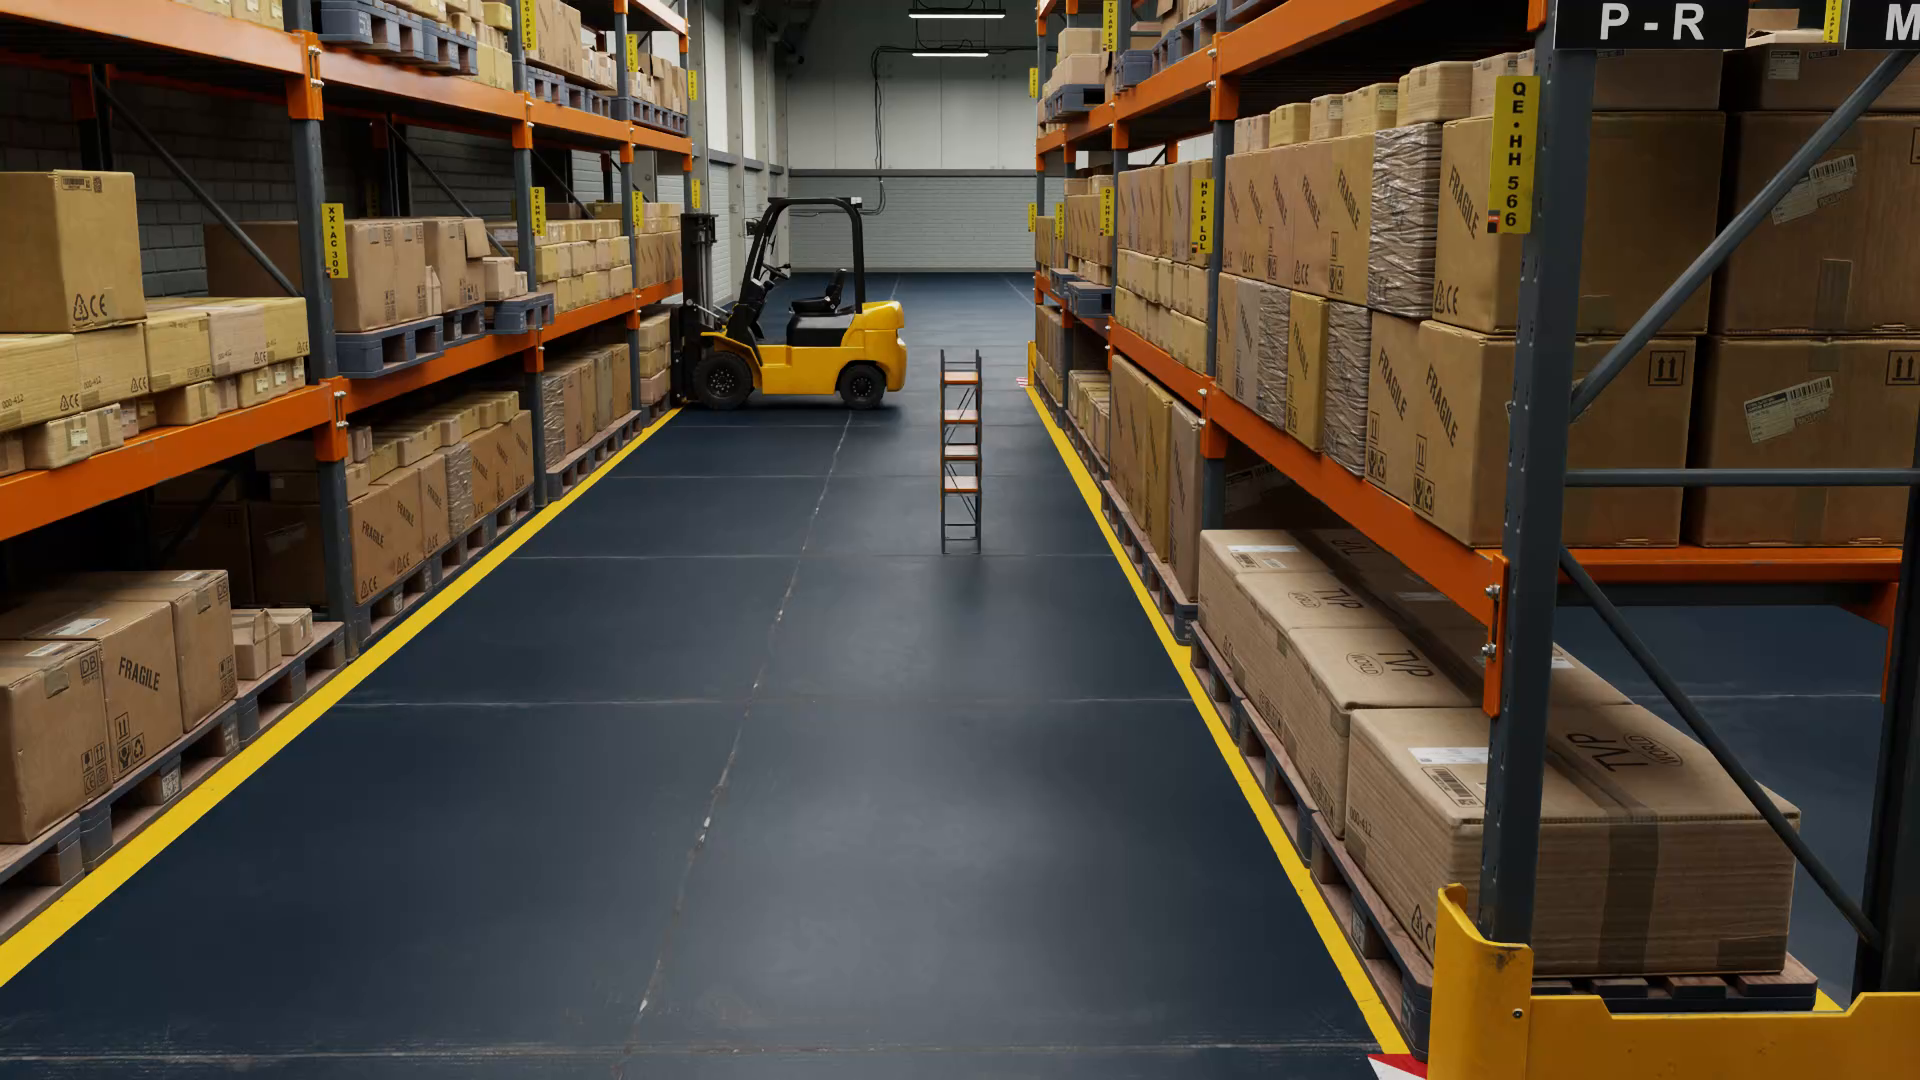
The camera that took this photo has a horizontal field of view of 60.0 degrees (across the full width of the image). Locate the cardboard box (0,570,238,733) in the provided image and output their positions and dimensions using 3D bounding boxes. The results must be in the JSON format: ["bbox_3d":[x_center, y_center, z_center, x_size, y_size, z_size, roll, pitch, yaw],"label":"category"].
[{"bbox_3d":[-3.164,0.412,6.213,0.700,0.500,0.500,-1,11,-3],"label":"cardboard box"}]

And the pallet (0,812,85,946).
[{"bbox_3d":[-3.265,1.085,4.682,1.003,0.211,1.213,0,11,-1],"label":"pallet"}]

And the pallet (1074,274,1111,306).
[{"bbox_3d":[1.469,-2.019,13.450,1.003,0.211,1.213,0,11,-1],"label":"pallet"}]

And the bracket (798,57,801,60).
[{"bbox_3d":[-4.774,-14.252,49.124,0.076,0.066,3.189,0,11,-1],"label":"bracket"}]

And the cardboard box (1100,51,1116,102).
[{"bbox_3d":[1.491,-3.544,12.677,0.797,0.503,0.637,0,11,-1],"label":"cardboard box"}]

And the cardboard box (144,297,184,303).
[{"bbox_3d":[-3.588,-0.876,6.963,0.500,0.250,0.500,0,11,-2],"label":"cardboard box"}]

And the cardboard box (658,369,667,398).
[{"bbox_3d":[-3.199,-1.550,16.517,0.500,0.250,0.500,0,11,-2],"label":"cardboard box"}]

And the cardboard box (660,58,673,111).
[{"bbox_3d":[-3.403,-4.772,17.432,0.700,0.500,0.500,0,11,-1],"label":"cardboard box"}]

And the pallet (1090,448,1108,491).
[{"bbox_3d":[1.536,-0.509,12.535,1.003,0.211,1.213,0,11,-1],"label":"pallet"}]

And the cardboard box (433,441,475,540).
[{"bbox_3d":[-3.145,-0.290,9.673,0.500,0.500,0.500,-1,11,-3],"label":"cardboard box"}]

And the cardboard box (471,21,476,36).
[{"bbox_3d":[-3.198,-3.117,10.210,0.380,0.149,0.250,0,11,0],"label":"cardboard box"}]

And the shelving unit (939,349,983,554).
[{"bbox_3d":[0.003,-0.555,10.278,0.258,1.200,0.503,0,11,-1],"label":"shelving unit"}]

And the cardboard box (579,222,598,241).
[{"bbox_3d":[-3.126,-2.487,13.393,0.380,0.149,0.250,-1,11,-3],"label":"cardboard box"}]

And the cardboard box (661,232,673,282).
[{"bbox_3d":[-3.270,-2.936,17.237,0.500,0.500,0.500,0,11,-1],"label":"cardboard box"}]

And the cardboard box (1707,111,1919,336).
[{"bbox_3d":[1.991,-0.765,4.020,0.500,0.500,0.500,0,11,-2],"label":"cardboard box"}]

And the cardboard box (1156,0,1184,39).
[{"bbox_3d":[1.710,-3.372,10.775,0.797,0.503,0.637,-1,12,-5],"label":"cardboard box"}]

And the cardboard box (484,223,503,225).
[{"bbox_3d":[-3.684,-2.333,12.634,0.380,0.149,0.250,0,11,-1],"label":"cardboard box"}]

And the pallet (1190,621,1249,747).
[{"bbox_3d":[1.571,0.593,7.103,1.003,0.211,1.213,0,11,-1],"label":"pallet"}]

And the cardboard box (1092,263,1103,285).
[{"bbox_3d":[1.181,-1.970,12.299,0.380,0.149,0.250,0,11,-2],"label":"cardboard box"}]

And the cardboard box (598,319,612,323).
[{"bbox_3d":[-3.723,-2.040,16.414,0.500,0.250,0.500,0,11,-2],"label":"cardboard box"}]

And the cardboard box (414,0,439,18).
[{"bbox_3d":[-2.957,-2.820,8.694,0.380,0.149,0.250,0,11,0],"label":"cardboard box"}]

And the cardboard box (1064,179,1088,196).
[{"bbox_3d":[1.125,-3.138,14.797,0.380,0.149,0.250,0,11,-1],"label":"cardboard box"}]

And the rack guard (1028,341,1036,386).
[{"bbox_3d":[1.387,-2.070,19.505,1.175,0.500,0.348,0,11,-1],"label":"rack guard"}]

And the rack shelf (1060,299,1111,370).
[{"bbox_3d":[1.510,-1.765,13.523,1.077,0.370,4.000,0,11,-1],"label":"rack shelf"}]

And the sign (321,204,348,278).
[{"bbox_3d":[-2.786,-1.332,7.401,0.100,0.325,0.005,0,11,-1],"label":"sign"}]

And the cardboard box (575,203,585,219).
[{"bbox_3d":[-3.766,-3.119,15.756,0.380,0.149,0.250,-1,11,-3],"label":"cardboard box"}]

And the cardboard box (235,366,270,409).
[{"bbox_3d":[-3.013,-0.615,6.677,0.380,0.149,0.250,0,11,0],"label":"cardboard box"}]

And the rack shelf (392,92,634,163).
[{"bbox_3d":[-3.453,-3.214,13.121,1.077,0.370,4.000,0,11,-1],"label":"rack shelf"}]

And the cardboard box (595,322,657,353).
[{"bbox_3d":[-3.190,-1.940,15.920,0.500,0.250,0.500,0,11,-2],"label":"cardboard box"}]

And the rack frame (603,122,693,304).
[{"bbox_3d":[-3.577,-3.289,19.226,1.000,3.000,0.127,0,11,-1],"label":"rack frame"}]

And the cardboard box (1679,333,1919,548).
[{"bbox_3d":[1.994,-0.275,4.119,0.500,0.500,0.500,0,11,-2],"label":"cardboard box"}]

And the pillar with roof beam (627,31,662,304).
[{"bbox_3d":[-0.283,-7.297,23.895,9.100,9.000,0.400,0,11,-1],"label":"pillar with roof beam"}]

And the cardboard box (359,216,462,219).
[{"bbox_3d":[-3.557,-1.851,10.829,0.500,0.500,0.500,0,11,2],"label":"cardboard box"}]

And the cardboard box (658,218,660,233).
[{"bbox_3d":[-3.235,-3.180,16.805,0.380,0.149,0.250,-1,11,-3],"label":"cardboard box"}]

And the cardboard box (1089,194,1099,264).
[{"bbox_3d":[1.242,-2.312,12.357,0.500,0.500,0.500,0,11,-2],"label":"cardboard box"}]

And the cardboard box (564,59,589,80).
[{"bbox_3d":[-3.152,-3.725,13.155,0.380,0.149,0.250,0,11,-2],"label":"cardboard box"}]

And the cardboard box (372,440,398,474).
[{"bbox_3d":[-3.189,-0.435,8.757,0.380,0.149,0.250,0,11,-2],"label":"cardboard box"}]

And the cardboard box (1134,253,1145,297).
[{"bbox_3d":[1.322,-1.588,9.961,0.500,0.250,0.500,0,11,-1],"label":"cardboard box"}]

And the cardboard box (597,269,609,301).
[{"bbox_3d":[-3.227,-2.122,13.854,0.500,0.250,0.500,0,11,-1],"label":"cardboard box"}]

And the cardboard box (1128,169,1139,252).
[{"bbox_3d":[1.337,-2.061,10.409,0.500,0.500,0.500,0,11,-1],"label":"cardboard box"}]

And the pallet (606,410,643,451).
[{"bbox_3d":[-3.440,-0.981,14.863,1.003,0.211,1.213,0,11,-1],"label":"pallet"}]

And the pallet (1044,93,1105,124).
[{"bbox_3d":[1.375,-3.770,14.525,1.213,0.211,1.003,0,11,-1],"label":"pallet"}]

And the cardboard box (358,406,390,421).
[{"bbox_3d":[-3.735,-0.736,10.242,0.380,0.149,0.250,-1,11,-4],"label":"cardboard box"}]

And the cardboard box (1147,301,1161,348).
[{"bbox_3d":[1.357,-1.244,9.522,0.500,0.250,0.500,0,11,-1],"label":"cardboard box"}]

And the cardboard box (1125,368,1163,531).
[{"bbox_3d":[1.497,-0.569,10.109,0.875,0.875,0.875,0,11,0],"label":"cardboard box"}]

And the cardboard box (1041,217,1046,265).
[{"bbox_3d":[1.144,-3.205,17.815,0.500,0.500,0.500,0,11,-2],"label":"cardboard box"}]

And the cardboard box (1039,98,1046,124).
[{"bbox_3d":[1.131,-4.651,18.026,0.500,0.250,0.500,0,11,-2],"label":"cardboard box"}]

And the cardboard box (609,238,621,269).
[{"bbox_3d":[-3.210,-2.467,14.292,0.500,0.250,0.500,-1,11,-3],"label":"cardboard box"}]

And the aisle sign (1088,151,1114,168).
[{"bbox_3d":[1.675,-4.598,19.139,0.394,0.787,0.004,0,11,-1],"label":"aisle sign"}]

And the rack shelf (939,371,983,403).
[{"bbox_3d":[0.003,-0.940,10.199,0.258,0.148,0.480,0,11,-1],"label":"rack shelf"}]

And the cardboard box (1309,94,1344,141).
[{"bbox_3d":[1.394,-1.415,5.591,0.380,0.149,0.250,0,11,-1],"label":"cardboard box"}]

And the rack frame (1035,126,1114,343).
[{"bbox_3d":[1.386,-3.310,19.330,1.000,3.000,0.127,0,11,-1],"label":"rack frame"}]

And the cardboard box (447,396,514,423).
[{"bbox_3d":[-3.111,-0.846,10.784,0.380,0.149,0.250,-1,11,-4],"label":"cardboard box"}]

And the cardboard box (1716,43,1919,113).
[{"bbox_3d":[1.986,-1.058,3.833,0.380,0.149,0.250,0,11,0],"label":"cardboard box"}]

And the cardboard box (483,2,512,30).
[{"bbox_3d":[-3.108,-3.369,10.704,0.380,0.149,0.250,0,11,1],"label":"cardboard box"}]
